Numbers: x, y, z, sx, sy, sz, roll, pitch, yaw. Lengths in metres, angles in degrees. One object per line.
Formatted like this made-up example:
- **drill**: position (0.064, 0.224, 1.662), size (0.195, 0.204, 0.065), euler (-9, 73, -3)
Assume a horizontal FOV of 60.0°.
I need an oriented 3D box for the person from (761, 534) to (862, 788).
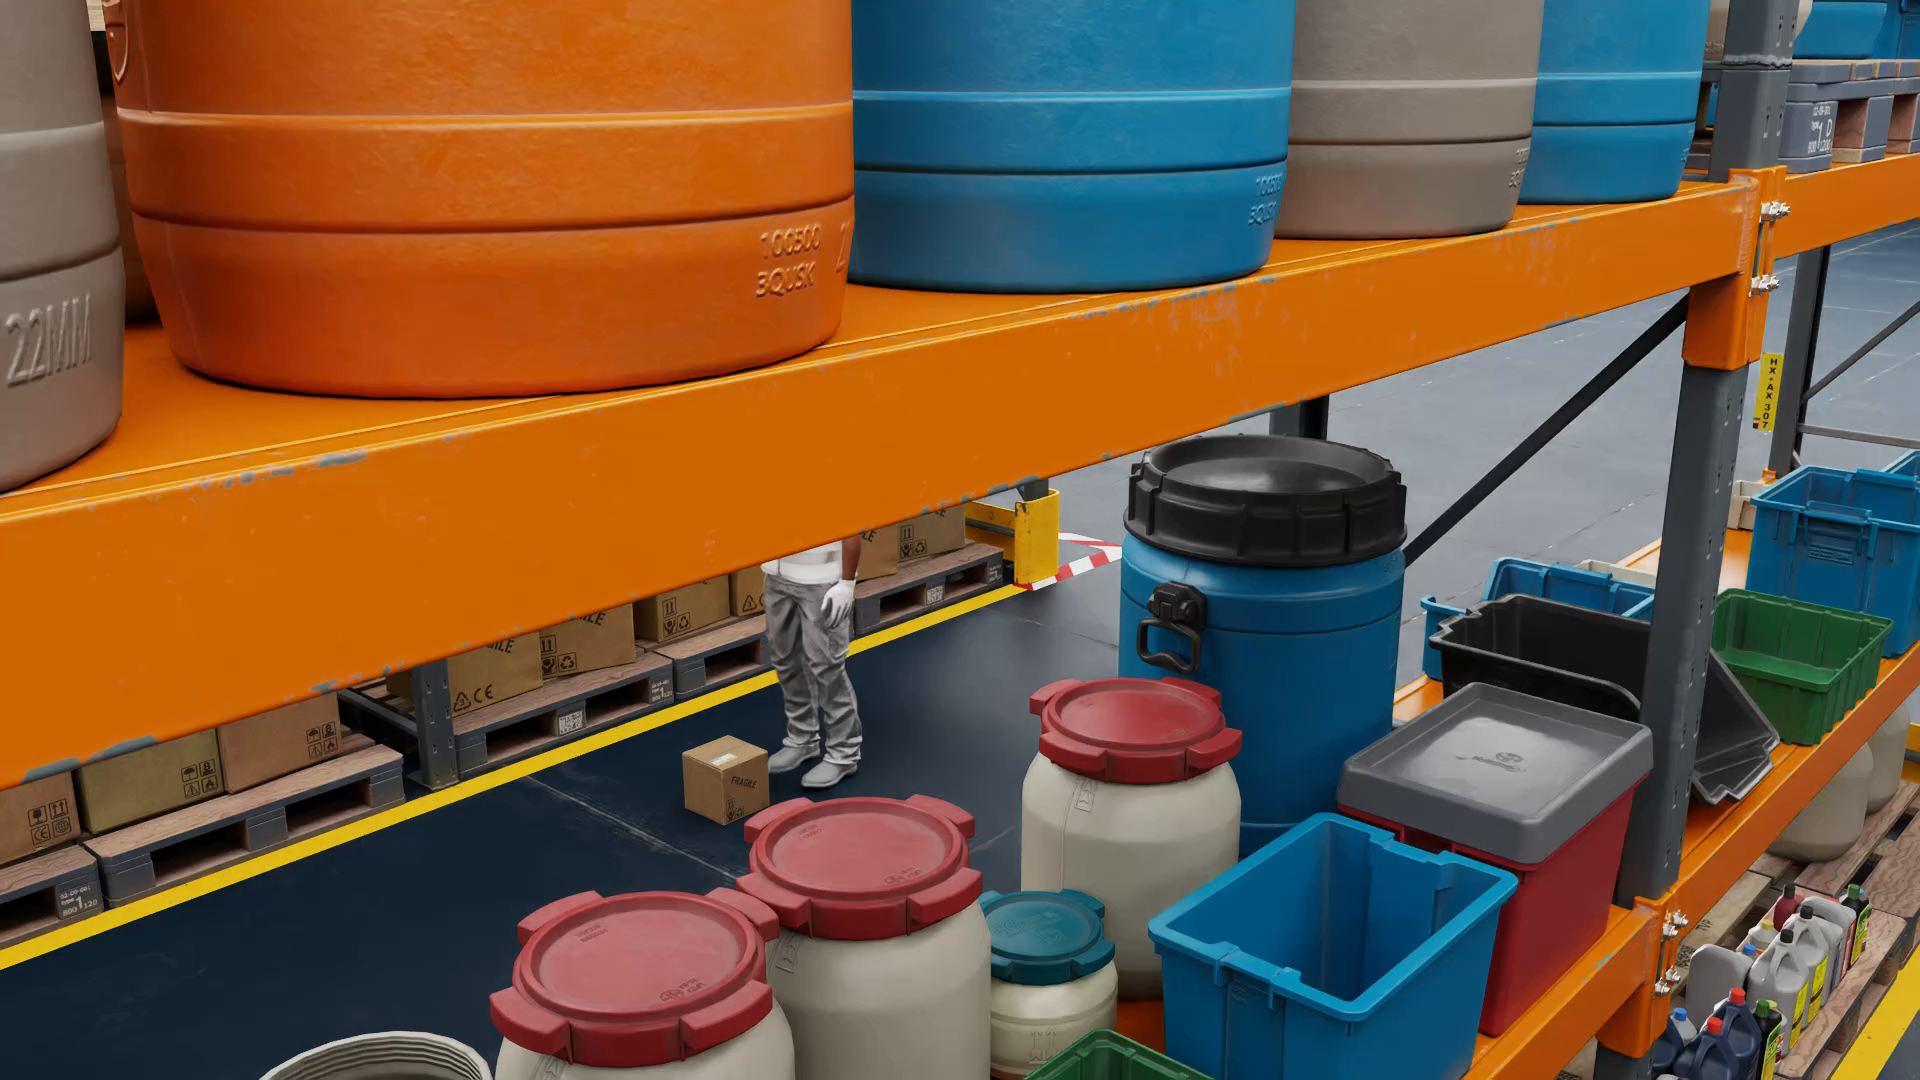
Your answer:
- **person**: position (-0.621, 0.160, 6.990), size (0.545, 1.781, 0.354), euler (15, 22, 41)
